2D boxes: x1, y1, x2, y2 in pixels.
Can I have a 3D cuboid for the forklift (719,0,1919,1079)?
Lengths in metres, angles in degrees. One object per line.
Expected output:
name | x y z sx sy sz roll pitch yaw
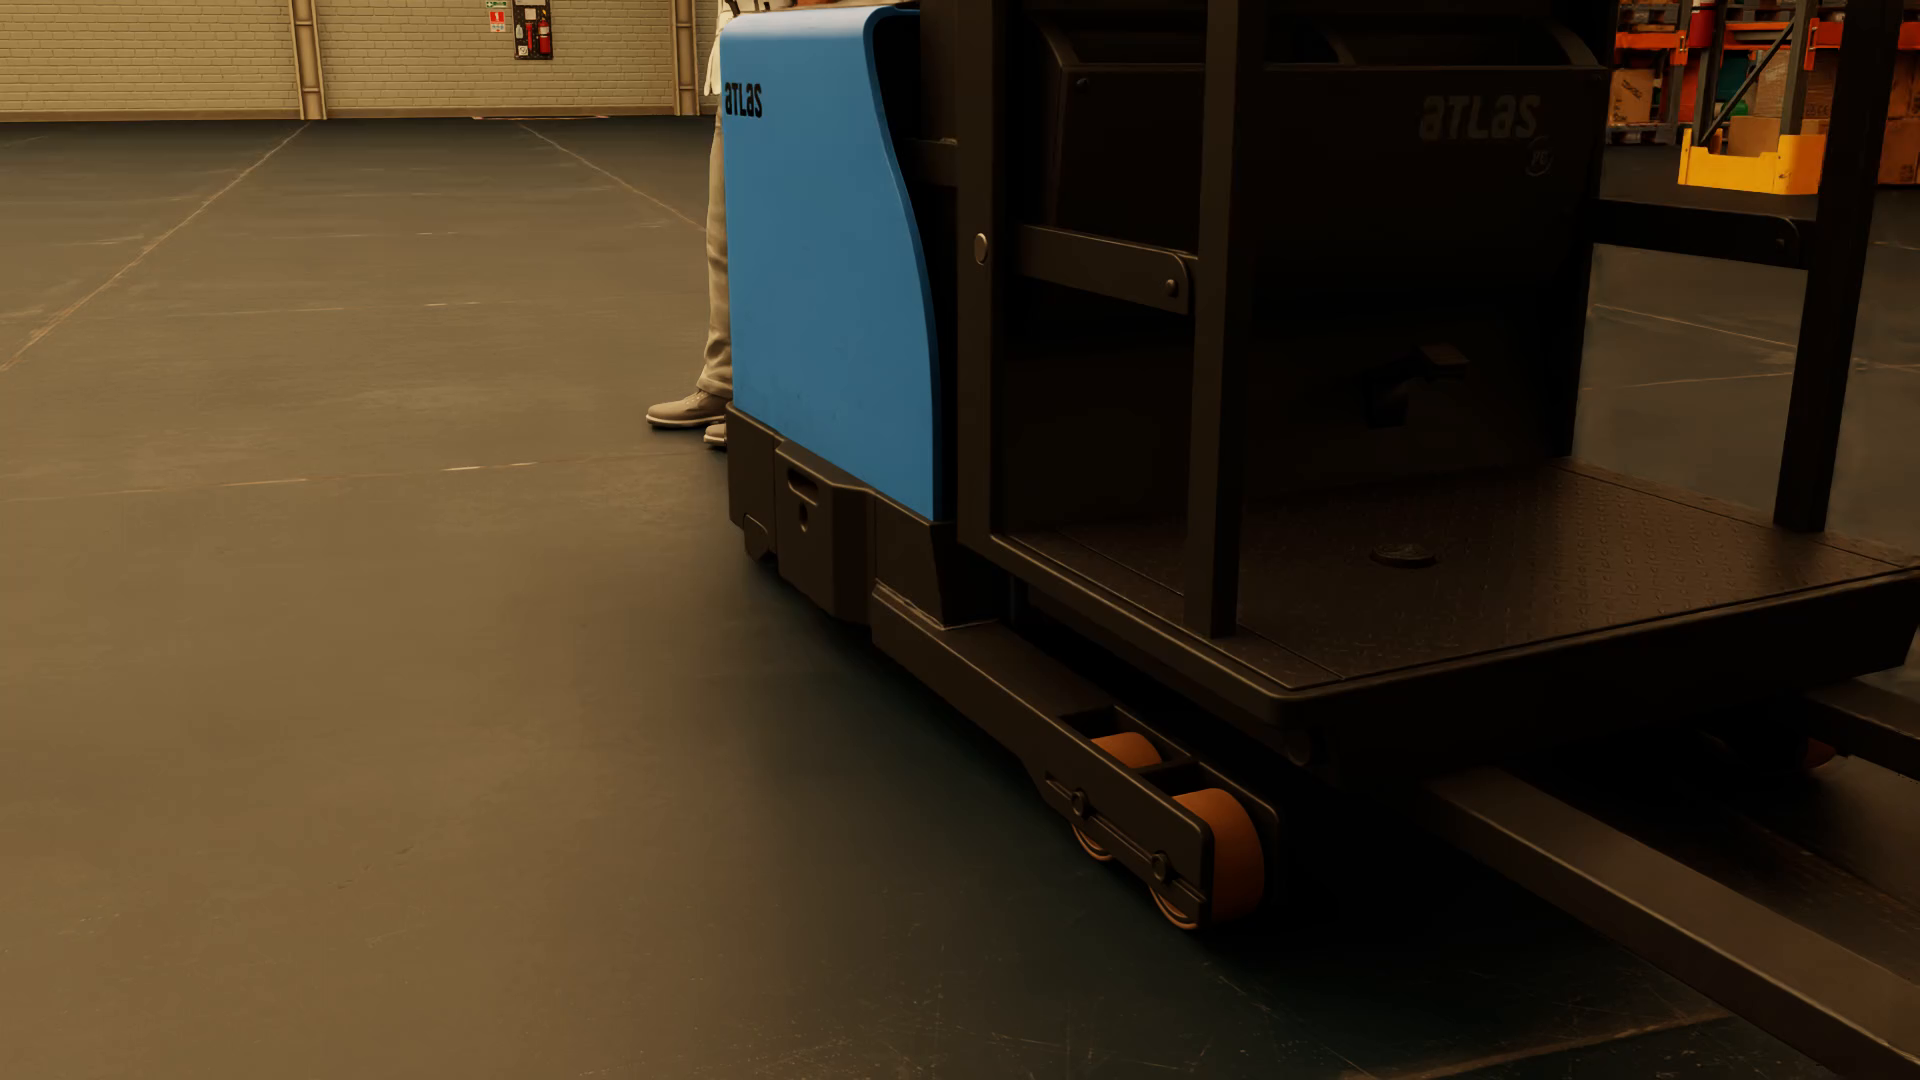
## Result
forklift | 0.616 -1.083 2.047 1.130 2.935 3.031 -8 18 -25

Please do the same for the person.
person | -0.550 -1.080 4.266 0.529 1.670 0.599 -5 17 -17
